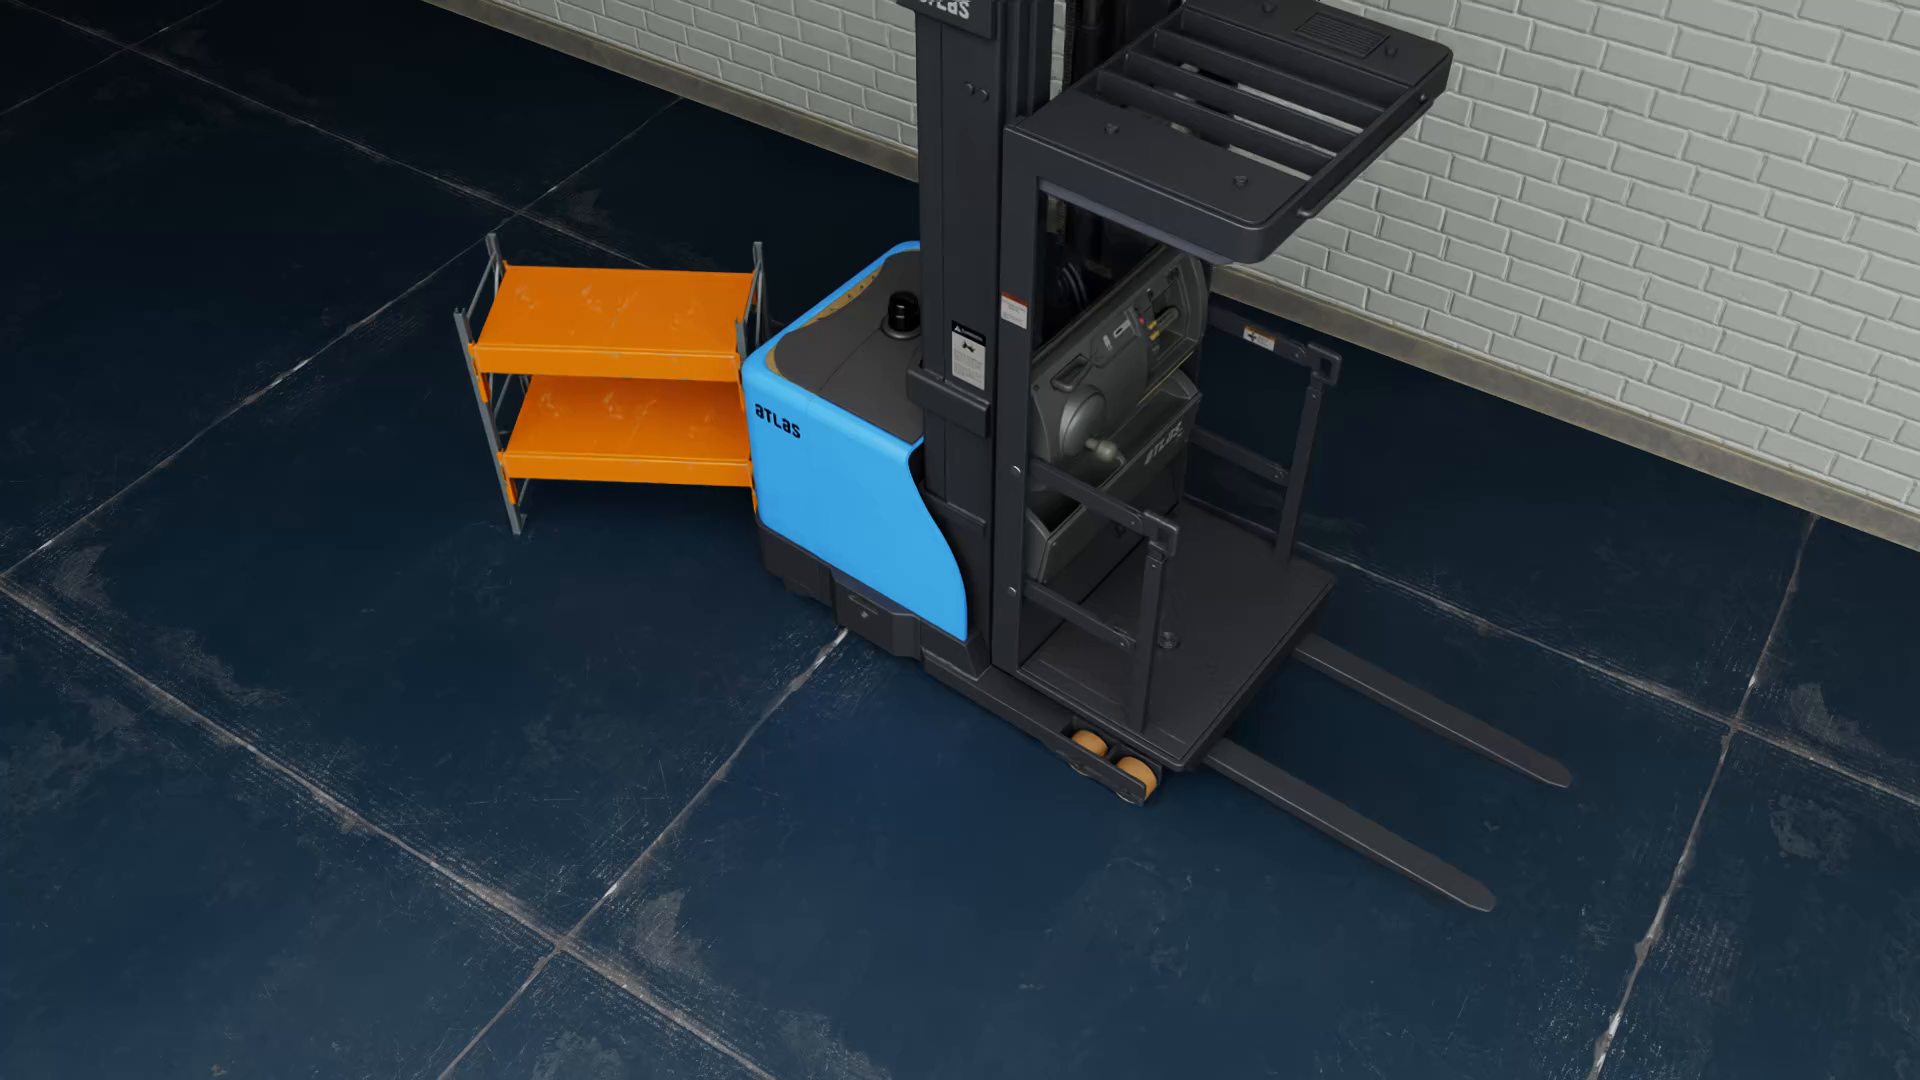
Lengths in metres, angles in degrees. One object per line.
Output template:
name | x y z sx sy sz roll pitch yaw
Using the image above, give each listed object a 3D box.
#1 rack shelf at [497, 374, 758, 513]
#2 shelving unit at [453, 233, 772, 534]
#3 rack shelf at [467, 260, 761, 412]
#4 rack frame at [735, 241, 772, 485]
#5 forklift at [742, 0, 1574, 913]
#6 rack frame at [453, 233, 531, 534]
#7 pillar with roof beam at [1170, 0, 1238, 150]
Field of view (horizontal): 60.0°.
rack shelf | -1.283 -0.406 6.701 1.000 0.278 0.538 2 46 2
shelving unit | -1.283 -0.576 6.525 1.048 1.125 0.538 2 46 2
rack shelf | -1.283 -0.780 6.316 1.000 0.278 0.538 2 46 2
rack frame | -0.775 -0.556 6.506 0.032 1.125 0.500 2 46 2
forklift | 0.686 -0.532 5.223 3.031 2.935 1.130 29 52 25
rack frame | -1.790 -0.596 6.545 0.032 1.125 0.500 2 46 2
pillar with roof beam | -1.375 -1.732 2.158 0.400 9.000 9.100 25 51 22
